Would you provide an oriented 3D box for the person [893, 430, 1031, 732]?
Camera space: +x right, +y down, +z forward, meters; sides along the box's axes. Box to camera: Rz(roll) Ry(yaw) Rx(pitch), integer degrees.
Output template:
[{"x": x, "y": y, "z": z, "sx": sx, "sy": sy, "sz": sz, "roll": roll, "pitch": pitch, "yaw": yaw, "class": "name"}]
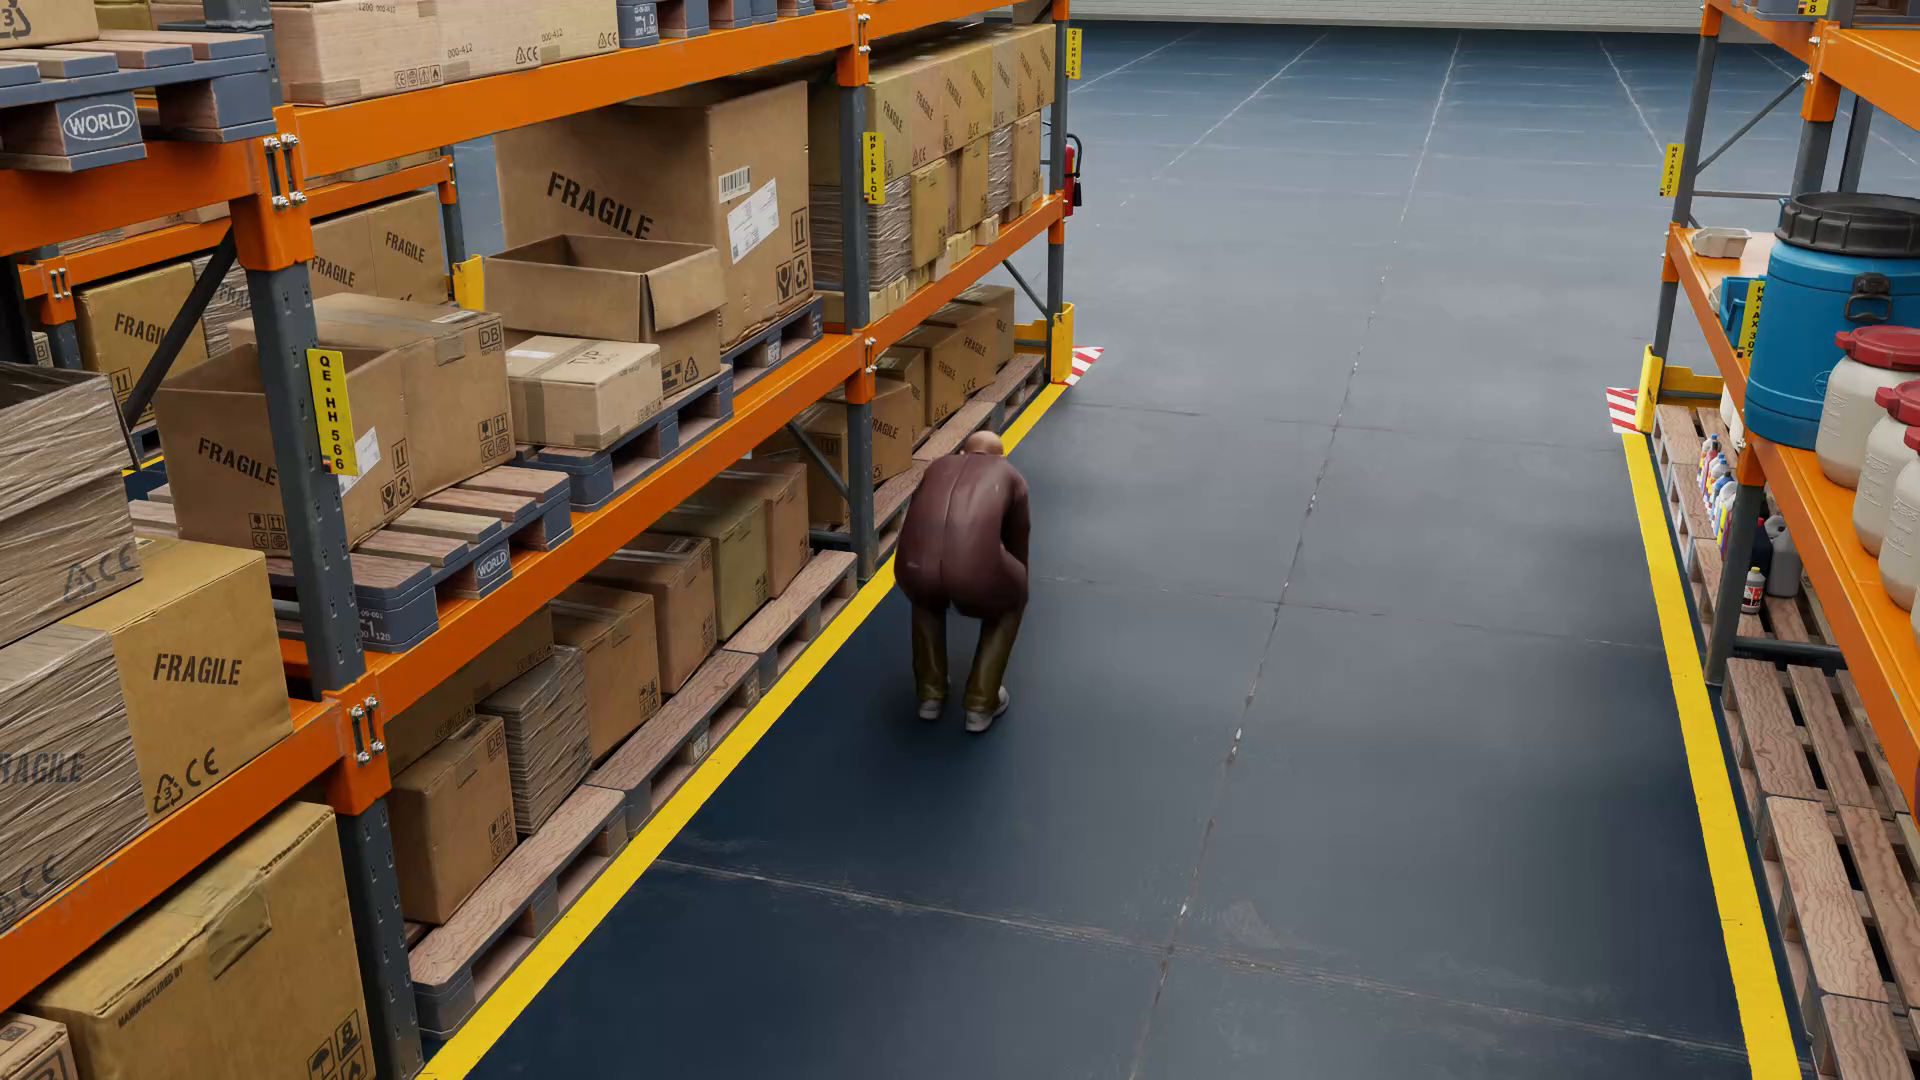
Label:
[{"x": 0.035, "y": 0.174, "z": 7.109, "sx": 0.581, "sy": 1.083, "sz": 0.941, "roll": 5, "pitch": 22, "yaw": 13, "class": "person"}]
